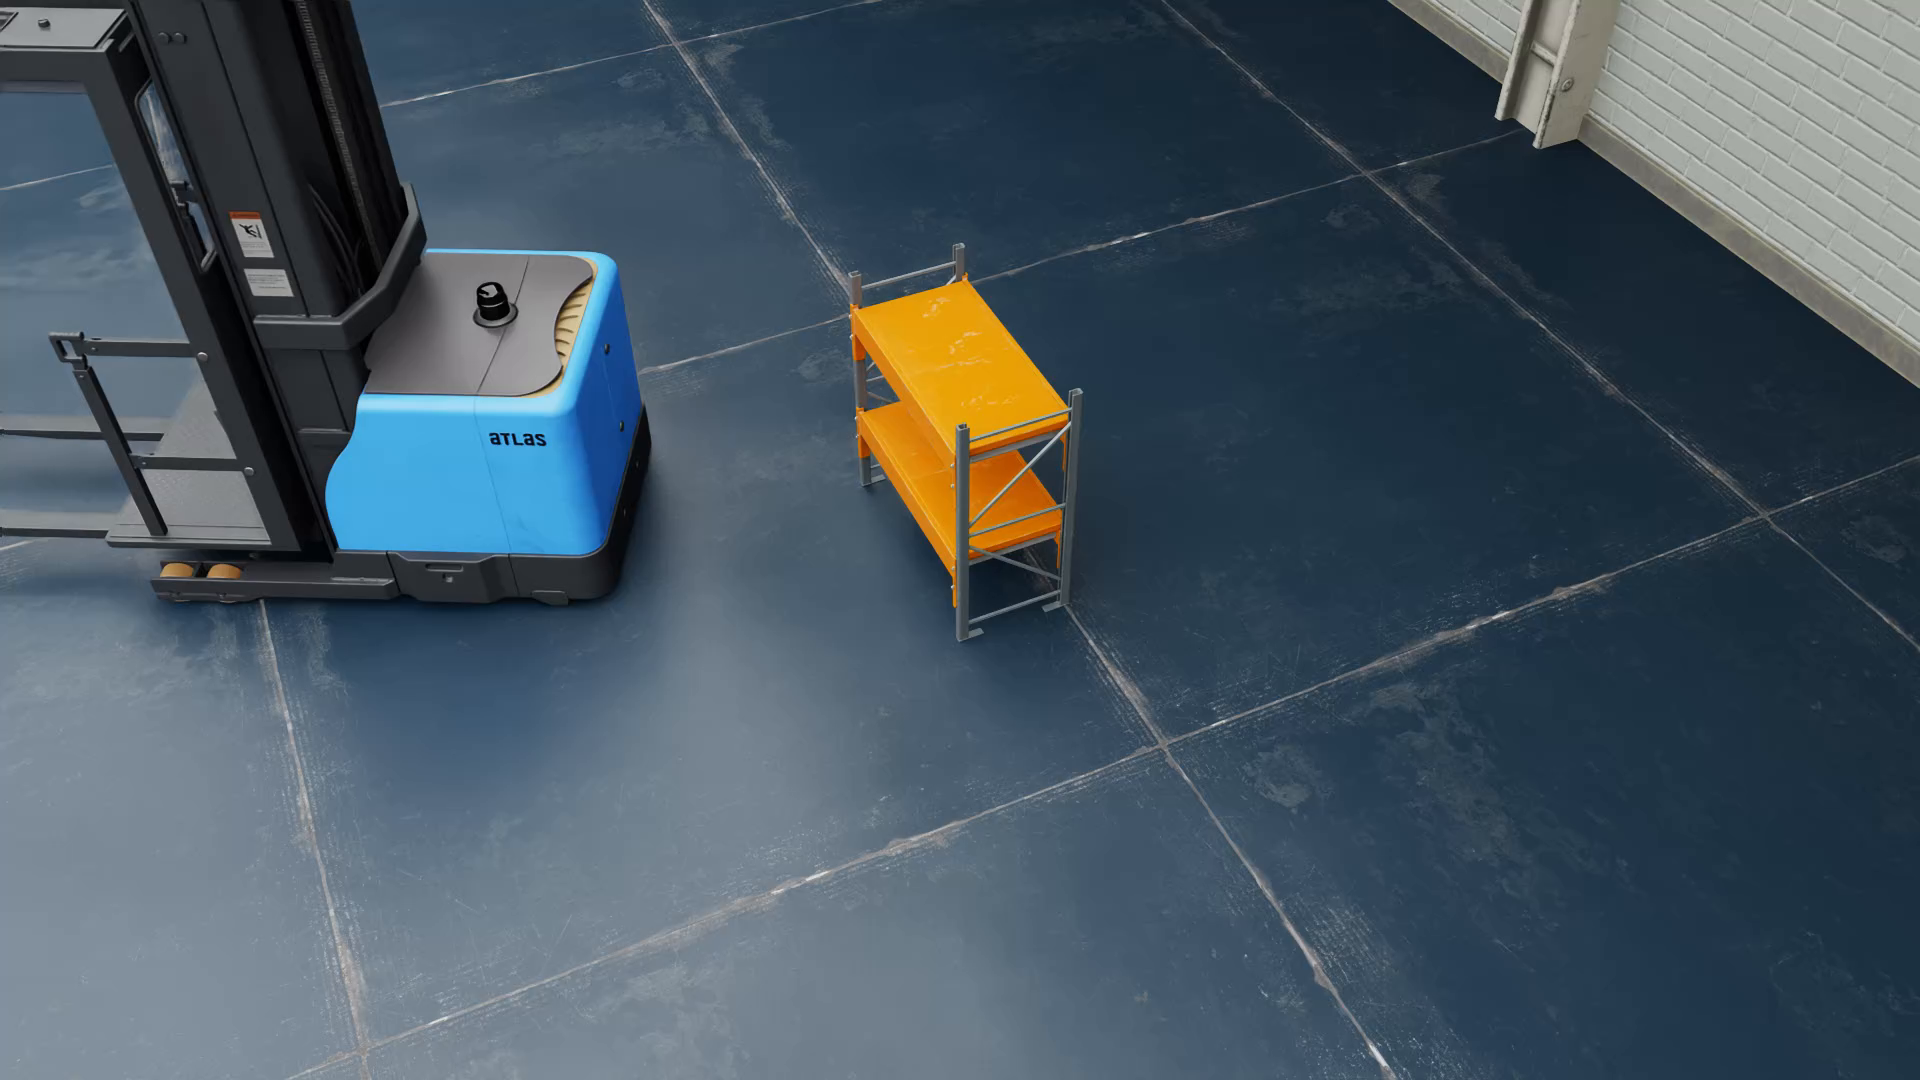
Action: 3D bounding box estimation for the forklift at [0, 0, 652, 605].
[{"bbox_3d":[-2.910,-1.155,6.202,3.031,2.935,1.130,1,45,1],"label":"forklift"}]

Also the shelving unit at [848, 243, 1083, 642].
[{"bbox_3d":[0.003,-0.396,6.719,0.538,1.125,1.048,-18,47,-17],"label":"shelving unit"}]

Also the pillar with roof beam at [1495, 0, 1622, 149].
[{"bbox_3d":[-0.600,-4.299,5.069,9.100,9.000,0.400,-18,47,-17],"label":"pillar with roof beam"}]

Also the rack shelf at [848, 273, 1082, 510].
[{"bbox_3d":[0.003,-0.604,6.514,0.538,0.278,1.000,-18,47,-17],"label":"rack shelf"}]

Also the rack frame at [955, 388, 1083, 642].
[{"bbox_3d":[0.217,-0.072,6.391,0.500,1.125,0.032,-18,47,-17],"label":"rack frame"}]

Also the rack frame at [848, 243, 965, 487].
[{"bbox_3d":[-0.211,-0.720,7.048,0.500,1.125,0.032,-18,47,-17],"label":"rack frame"}]

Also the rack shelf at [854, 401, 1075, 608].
[{"bbox_3d":[0.003,-0.222,6.891,0.538,0.278,1.000,-18,47,-17],"label":"rack shelf"}]
